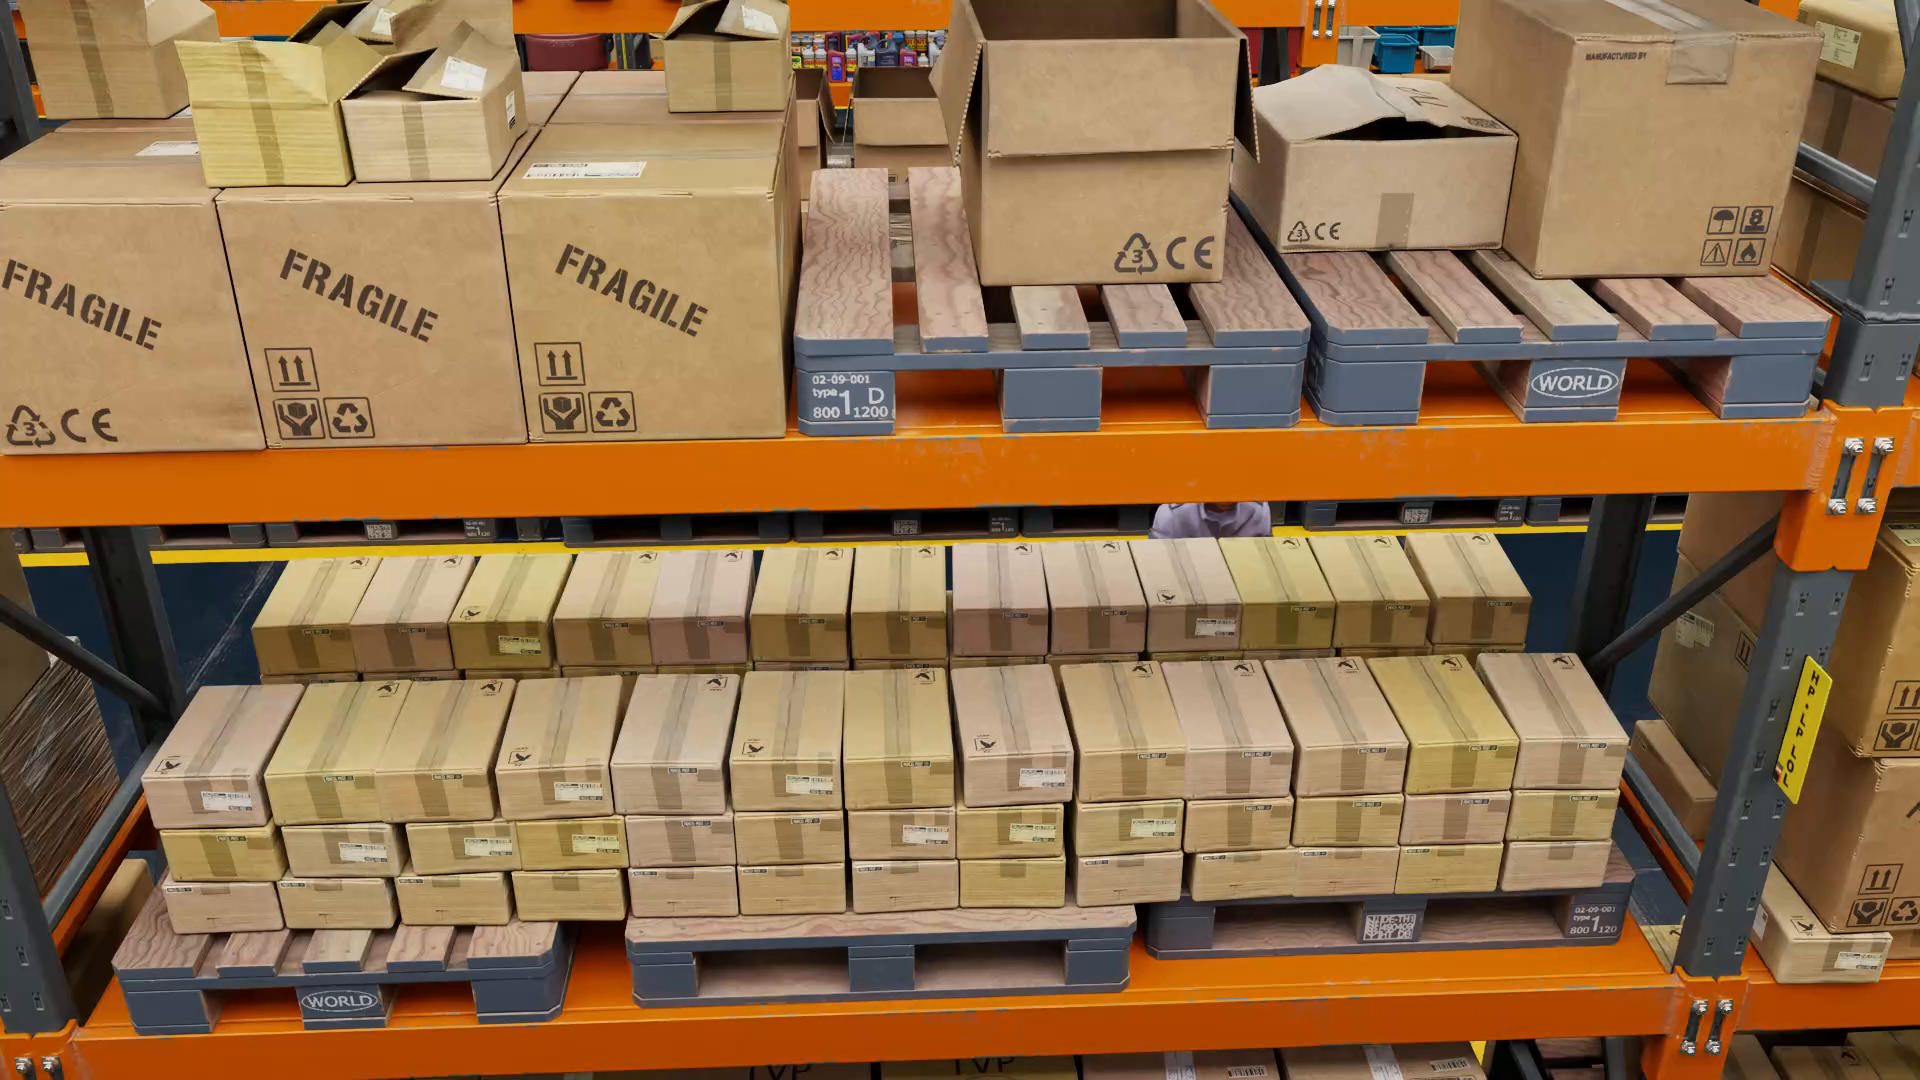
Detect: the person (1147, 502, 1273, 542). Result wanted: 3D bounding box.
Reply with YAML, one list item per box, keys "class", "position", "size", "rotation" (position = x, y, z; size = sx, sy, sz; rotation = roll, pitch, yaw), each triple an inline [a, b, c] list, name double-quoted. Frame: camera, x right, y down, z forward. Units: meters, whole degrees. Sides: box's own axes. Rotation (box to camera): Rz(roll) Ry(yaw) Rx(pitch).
- class: "person"
  position: [0.932, 0.348, 6.466]
  size: [0.554, 1.652, 0.365]
  rotation: [-2, 28, -4]
